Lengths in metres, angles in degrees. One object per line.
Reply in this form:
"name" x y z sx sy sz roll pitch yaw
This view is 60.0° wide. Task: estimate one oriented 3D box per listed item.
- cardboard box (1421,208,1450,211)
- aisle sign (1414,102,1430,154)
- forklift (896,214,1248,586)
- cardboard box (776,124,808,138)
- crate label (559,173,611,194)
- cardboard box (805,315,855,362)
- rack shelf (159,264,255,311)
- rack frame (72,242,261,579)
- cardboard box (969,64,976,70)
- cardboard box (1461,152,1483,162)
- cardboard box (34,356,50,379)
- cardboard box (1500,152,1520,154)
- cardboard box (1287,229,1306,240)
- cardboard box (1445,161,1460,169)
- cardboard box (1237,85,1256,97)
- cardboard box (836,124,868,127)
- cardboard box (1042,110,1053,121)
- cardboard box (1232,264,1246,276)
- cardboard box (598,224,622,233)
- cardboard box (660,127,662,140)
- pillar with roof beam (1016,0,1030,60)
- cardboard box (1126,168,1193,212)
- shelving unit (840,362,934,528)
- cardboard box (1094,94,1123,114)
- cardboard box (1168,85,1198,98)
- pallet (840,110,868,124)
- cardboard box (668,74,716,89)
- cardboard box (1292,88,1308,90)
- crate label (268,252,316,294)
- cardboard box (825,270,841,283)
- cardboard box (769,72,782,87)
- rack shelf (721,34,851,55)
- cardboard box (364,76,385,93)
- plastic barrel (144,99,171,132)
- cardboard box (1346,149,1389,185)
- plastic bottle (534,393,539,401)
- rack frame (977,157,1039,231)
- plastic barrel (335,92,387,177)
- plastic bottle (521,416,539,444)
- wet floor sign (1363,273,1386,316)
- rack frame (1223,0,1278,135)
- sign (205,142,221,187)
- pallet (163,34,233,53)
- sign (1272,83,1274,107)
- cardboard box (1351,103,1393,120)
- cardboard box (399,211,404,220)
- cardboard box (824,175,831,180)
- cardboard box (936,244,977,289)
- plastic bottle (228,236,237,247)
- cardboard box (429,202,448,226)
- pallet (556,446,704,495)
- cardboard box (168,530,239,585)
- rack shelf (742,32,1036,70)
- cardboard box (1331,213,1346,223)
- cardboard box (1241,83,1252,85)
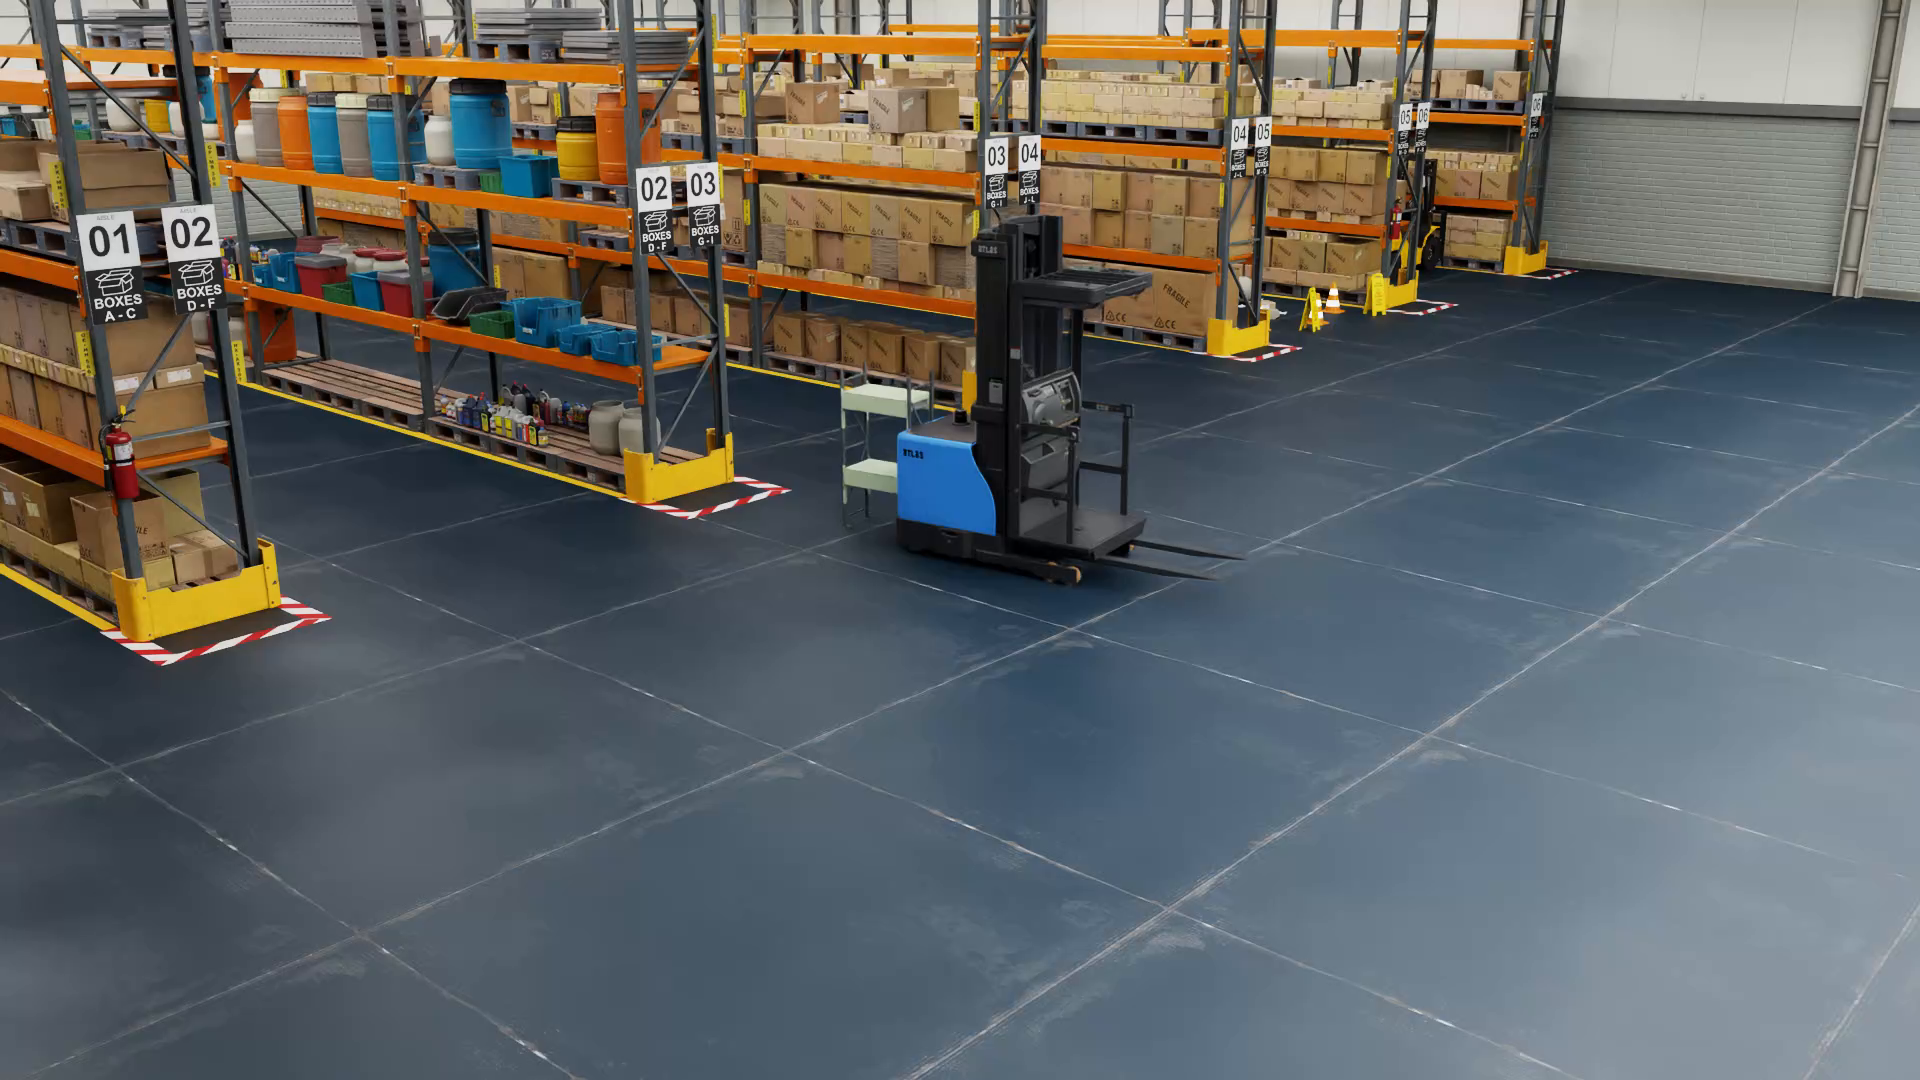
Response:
"cardboard box" 9.087 -6.234 31.993 0.500 0.250 0.500 14 23 38
"aisle sign" 7.403 -6.594 26.634 0.004 0.787 0.394 15 23 39
"forklift" 0.955 -1.195 14.033 3.031 2.935 1.130 11 21 30
"cardboard box" -2.136 -5.234 21.275 0.250 0.149 0.380 14 22 37
"crate label" -3.895 -3.744 17.238 0.408 0.251 0.502 15 23 39
"cardboard box" -1.713 -2.665 21.988 0.500 0.500 0.500 -10 20 -28
"rack shelf" -10.194 -3.600 22.685 4.000 0.370 1.077 15 23 39
"rack frame" -6.005 -0.815 12.721 0.127 3.000 1.000 15 23 39
"cardboard box" 0.545 -10.716 37.889 0.500 0.250 0.500 15 23 38
"cardboard box" 9.479 -7.100 30.795 0.250 0.149 0.380 15 23 40
"cardboard box" -7.189 -1.413 13.366 0.250 0.149 0.380 16 24 41
"cardboard box" 10.176 -7.103 30.806 0.250 0.149 0.380 16 24 41
"cardboard box" 5.678 -5.119 27.821 0.250 0.149 0.380 16 24 42
"cardboard box" 9.224 -6.990 30.941 0.250 0.149 0.380 14 22 38
"cardboard box" 3.902 -6.234 23.076 0.250 0.149 0.380 15 23 40
"cardboard box" -1.376 -5.252 21.333 0.250 0.149 0.380 14 22 38
"cardboard box" 1.376 -6.266 24.495 0.250 0.149 0.380 15 23 39
"cardboard box" 4.828 -4.706 28.833 0.500 0.250 0.500 17 24 42
"cardboard box" -4.980 -4.810 24.450 0.500 0.500 0.500 12 21 33
"cardboard box" -4.453 -5.664 23.289 0.500 0.250 0.500 16 23 40
"pillar with roof beam" -1.313 -11.060 35.085 0.400 9.000 9.100 15 23 39
"cardboard box" 2.888 -5.060 24.063 0.550 0.550 0.875 15 23 39
"shelving unit" -0.662 -0.817 15.205 0.755 1.500 0.431 11 21 30
"cardboard box" 2.264 -6.243 23.763 0.500 0.250 0.500 15 23 40
"cardboard box" 3.086 -6.188 22.930 0.250 0.149 0.380 16 23 40
"pallet" -1.526 -6.986 27.519 1.003 0.211 1.213 16 24 42
"cardboard box" -4.824 -8.143 29.994 0.500 0.500 0.700 15 23 39
"cardboard box" 5.764 -7.487 27.882 0.250 0.149 0.380 15 23 40
"crate label" -8.135 -3.297 20.484 0.616 0.435 0.502 15 23 39
"cardboard box" -1.506 -3.382 21.226 0.250 0.149 0.380 15 23 39
"cardboard box" -3.730 -9.833 35.467 0.500 0.311 0.500 16 23 40
"rack shelf" -3.320 -10.435 34.965 4.000 0.370 1.077 15 23 39
"cardboard box" -9.427 -7.443 27.621 0.500 0.500 0.700 17 24 42
"plastic barrel" -10.873 -5.927 22.863 0.600 0.588 0.600 0 18 0
"cardboard box" 6.624 -6.017 26.802 0.500 0.500 0.700 14 23 38
"plastic bottle" -4.740 -1.527 18.728 0.061 0.283 0.133 -17 24 -42
"rack frame" 0.573 -3.056 19.781 0.127 3.000 1.000 15 23 39
"plastic barrel" -6.720 -4.591 18.832 0.600 0.901 0.600 0 18 0
"plastic bottle" -4.550 -1.173 17.624 0.135 0.276 0.152 15 23 40
"wet floor sign" 6.583 -3.895 26.319 0.267 0.644 0.232 -9 20 -27
"rack frame" 3.941 -7.017 22.345 0.127 3.000 1.000 15 23 39
"sign" -5.632 -2.823 12.515 0.005 0.325 0.100 15 23 39
"pallet" -9.217 -6.272 20.971 1.003 0.211 1.213 15 23 39
"sign" 4.314 -6.166 23.047 0.005 0.325 0.100 15 23 39
"cardboard box" 6.589 -6.839 26.501 0.500 0.250 0.500 15 23 39
"cardboard box" -9.041 -5.384 27.533 0.250 0.149 0.380 16 23 40
"cardboard box" -2.263 -6.265 28.632 0.250 0.149 0.380 15 23 39
"cardboard box" 0.180 -3.362 20.088 0.500 0.500 0.875 15 23 39
"plastic bottle" -9.961 -3.989 22.804 0.185 0.351 0.144 15 23 39
"cardboard box" -8.224 -5.364 26.888 0.500 0.500 0.500 15 23 39
"pallet" -3.407 -0.775 17.204 1.213 0.211 1.003 15 23 39
"cardboard box" -6.259 0.137 13.571 0.500 0.250 0.500 15 23 39
"rack shelf" -0.923 -5.972 20.248 4.000 0.370 1.077 15 23 39
"cardboard box" 6.288 -5.287 27.226 0.250 0.149 0.380 15 23 38
"cardboard box" 5.850 -9.089 33.390 0.250 0.149 0.380 15 23 39
